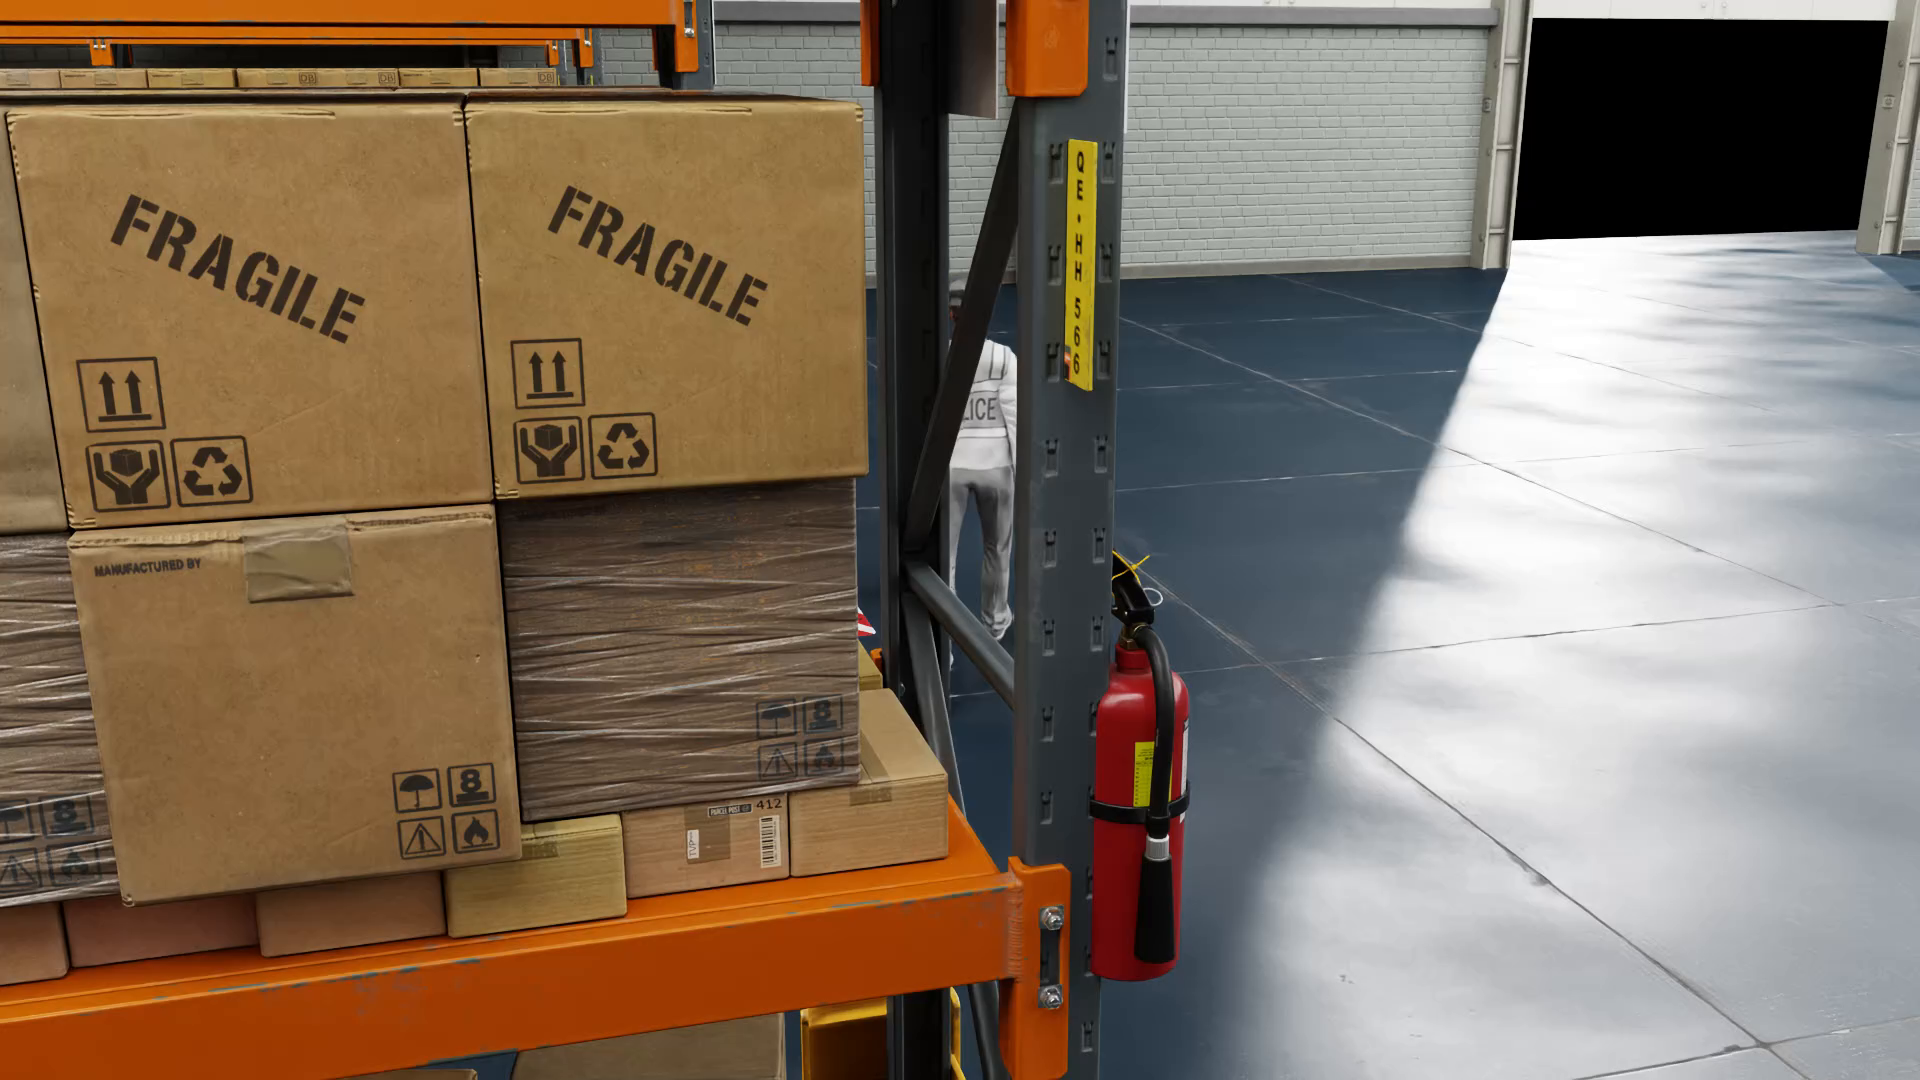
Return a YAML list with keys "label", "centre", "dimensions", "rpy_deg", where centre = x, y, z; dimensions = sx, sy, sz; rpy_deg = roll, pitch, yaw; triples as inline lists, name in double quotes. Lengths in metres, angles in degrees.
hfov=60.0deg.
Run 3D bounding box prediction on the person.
- label: "person"
  centre: [0.042, -0.284, 7.008]
  dimensions: [0.524, 1.637, 0.908]
  rpy_deg: [1, 16, 4]
